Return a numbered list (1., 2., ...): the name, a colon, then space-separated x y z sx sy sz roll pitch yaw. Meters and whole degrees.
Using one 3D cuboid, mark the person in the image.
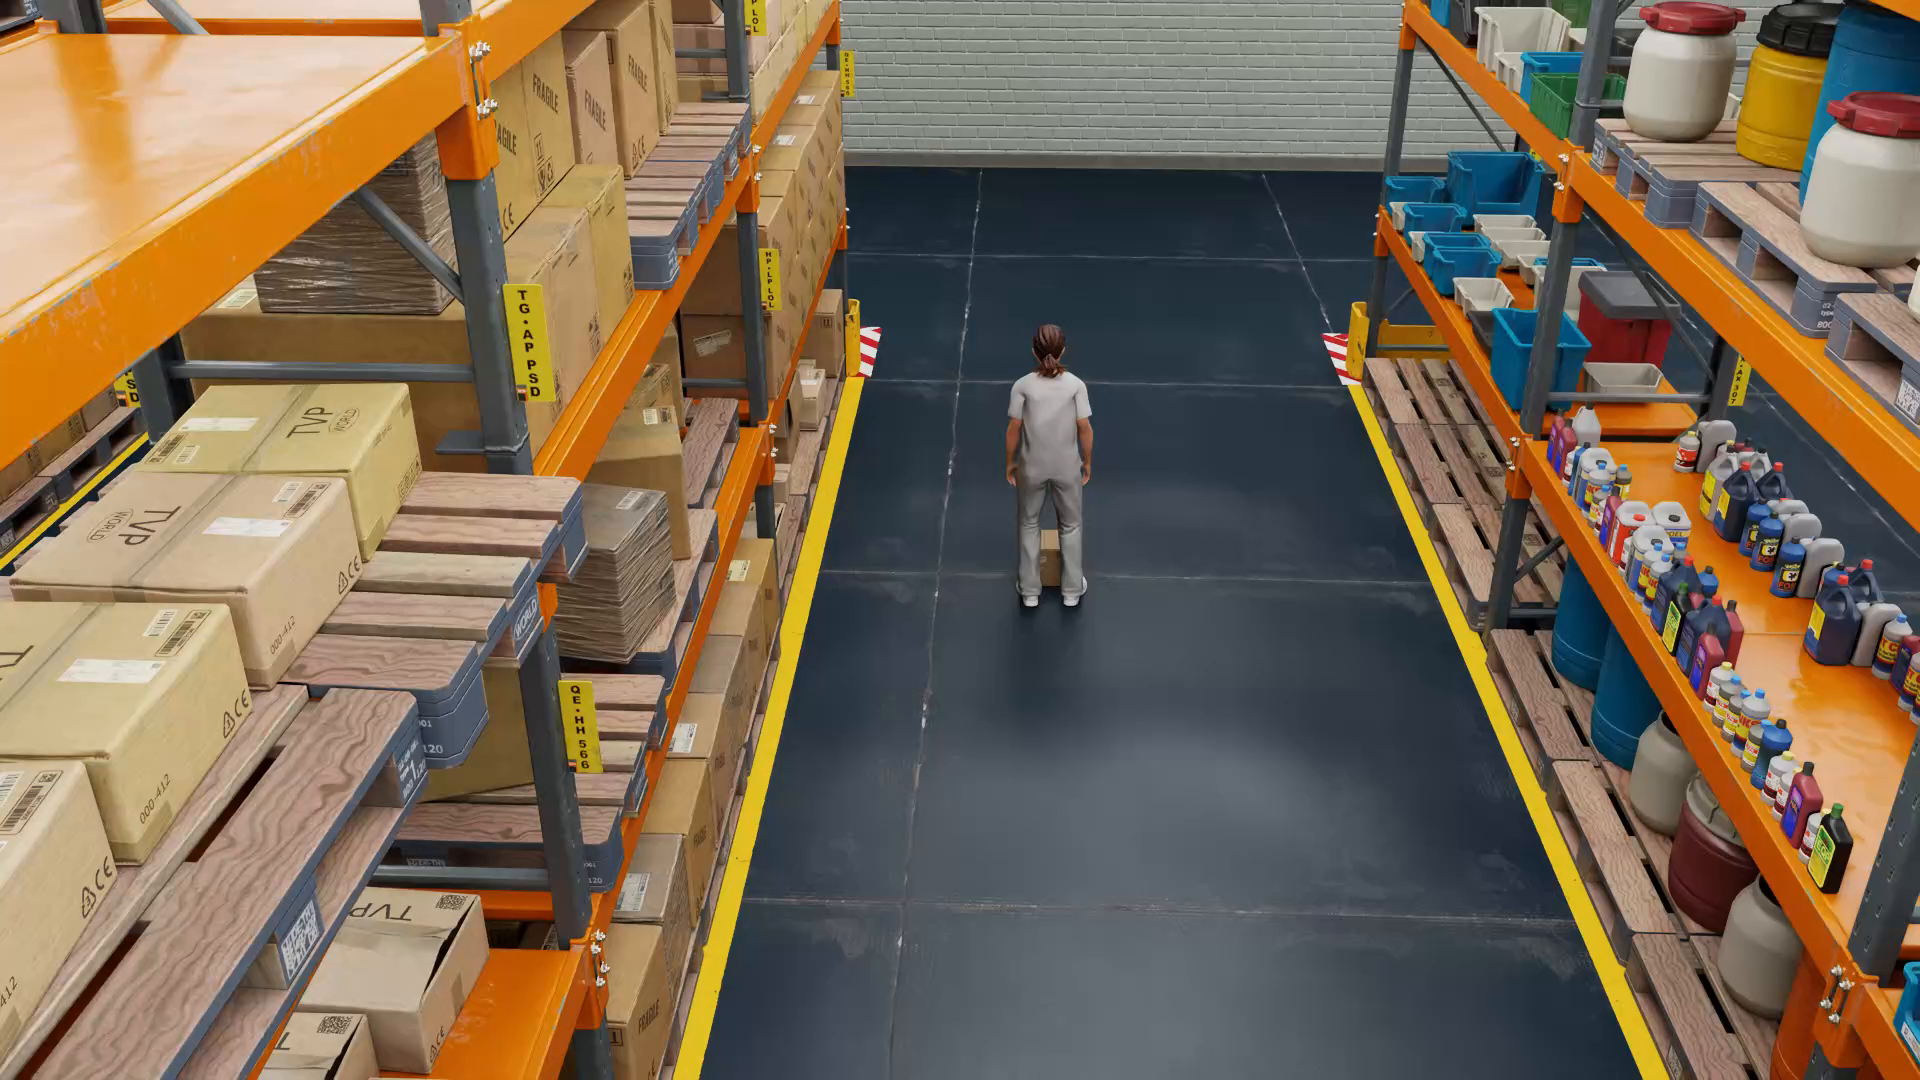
1. person: 0.502 -0.405 9.382 0.496 1.672 0.352 1 28 1
